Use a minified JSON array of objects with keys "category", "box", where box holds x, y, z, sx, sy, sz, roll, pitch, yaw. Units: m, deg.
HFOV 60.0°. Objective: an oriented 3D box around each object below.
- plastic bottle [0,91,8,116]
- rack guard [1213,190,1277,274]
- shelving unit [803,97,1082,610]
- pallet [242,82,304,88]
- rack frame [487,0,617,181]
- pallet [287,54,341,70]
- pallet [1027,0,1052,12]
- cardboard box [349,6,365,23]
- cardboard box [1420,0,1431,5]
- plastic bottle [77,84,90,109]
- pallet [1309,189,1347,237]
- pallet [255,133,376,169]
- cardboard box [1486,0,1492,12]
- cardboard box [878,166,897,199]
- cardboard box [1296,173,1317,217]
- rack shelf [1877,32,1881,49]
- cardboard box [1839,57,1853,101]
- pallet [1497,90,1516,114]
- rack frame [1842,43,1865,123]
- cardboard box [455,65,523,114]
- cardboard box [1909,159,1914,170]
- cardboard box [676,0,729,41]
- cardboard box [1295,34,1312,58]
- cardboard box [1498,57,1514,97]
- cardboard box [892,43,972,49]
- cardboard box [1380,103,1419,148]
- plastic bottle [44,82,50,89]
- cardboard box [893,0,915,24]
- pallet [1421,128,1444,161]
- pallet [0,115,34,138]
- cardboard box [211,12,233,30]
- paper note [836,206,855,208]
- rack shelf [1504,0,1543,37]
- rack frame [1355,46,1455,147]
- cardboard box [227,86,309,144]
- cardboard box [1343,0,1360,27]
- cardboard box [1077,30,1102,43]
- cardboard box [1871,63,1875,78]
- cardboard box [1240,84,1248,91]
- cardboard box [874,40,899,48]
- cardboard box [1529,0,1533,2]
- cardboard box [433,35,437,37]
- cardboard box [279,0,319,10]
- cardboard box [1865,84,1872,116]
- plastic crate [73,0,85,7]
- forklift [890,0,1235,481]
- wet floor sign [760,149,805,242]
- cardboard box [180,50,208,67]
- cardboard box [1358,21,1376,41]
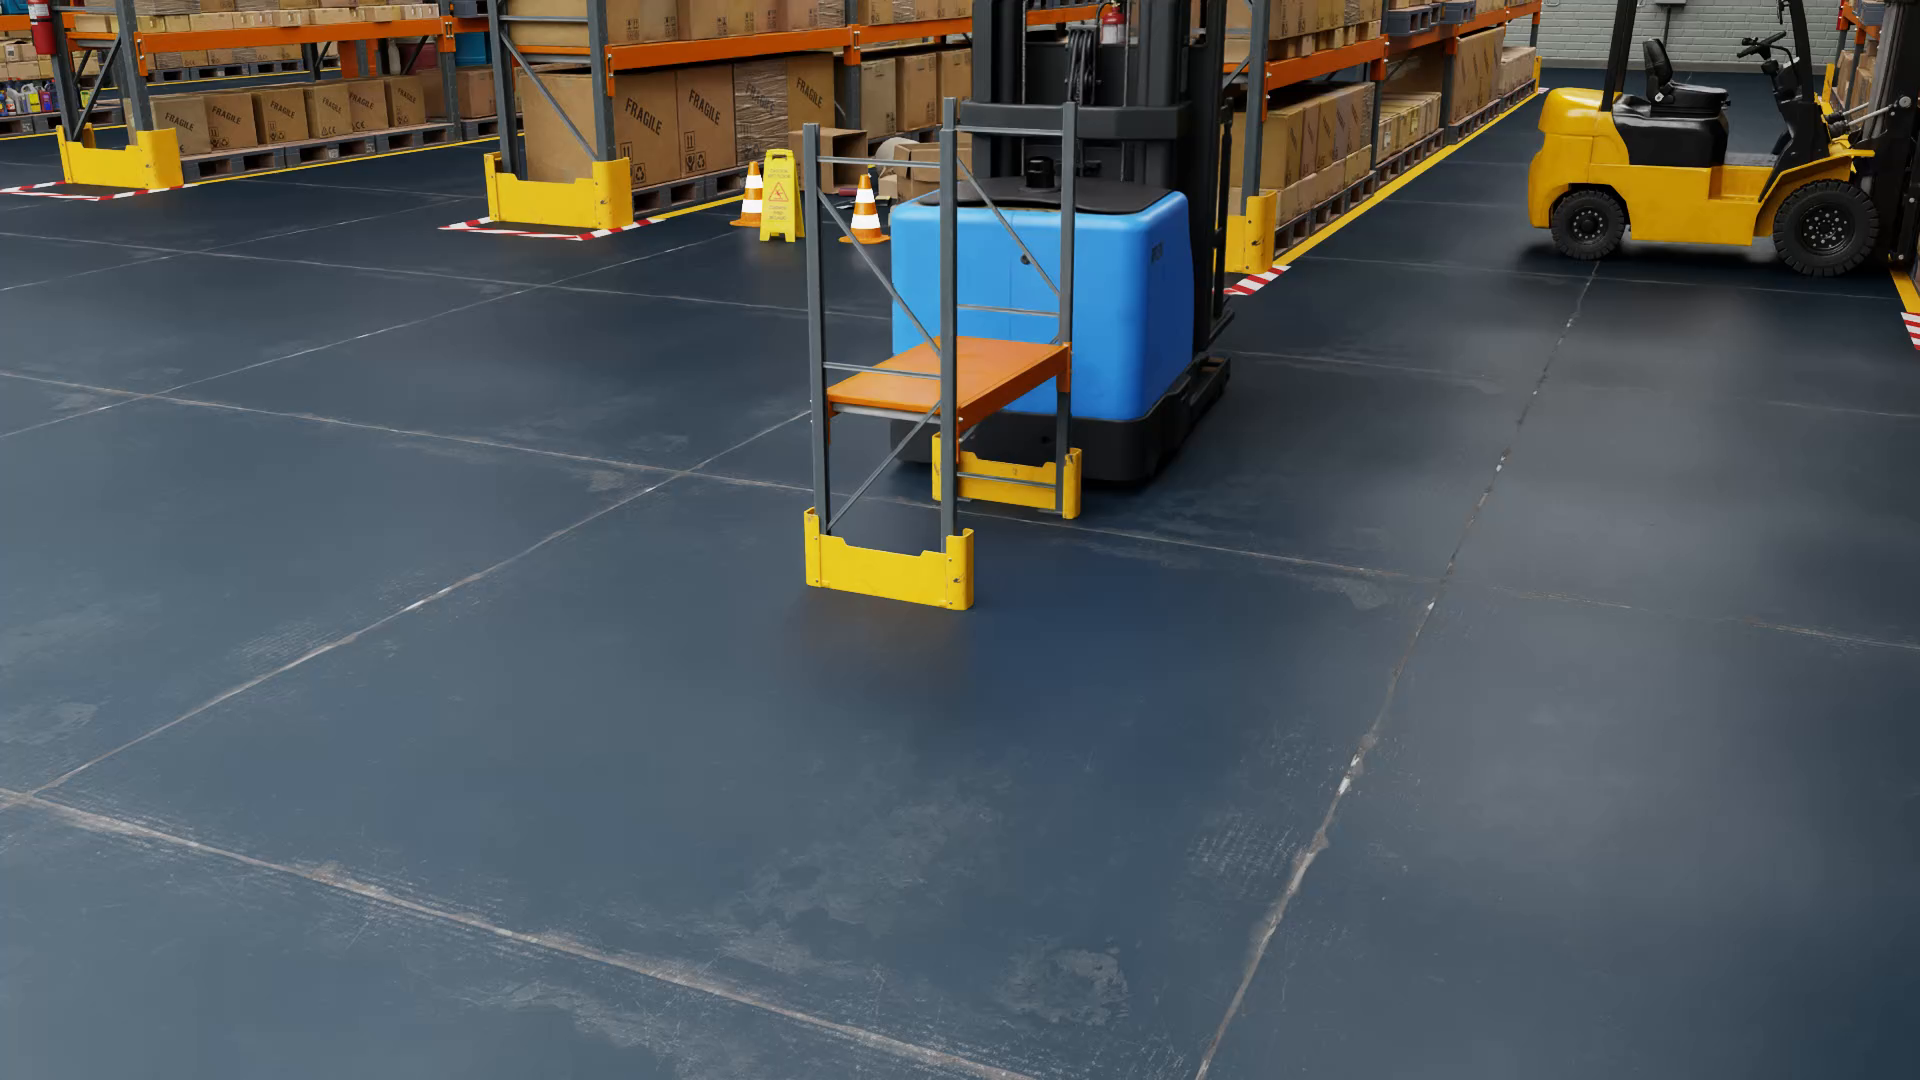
[{"category":"plastic bottle","box":[-10.802,-4.917,18.733,0.097,0.271,0.097,0,20,0]},{"category":"rack guard","box":[1.498,-2.092,11.106,1.175,0.500,0.348,9,21,23]},{"category":"shelving unit","box":[-0.031,-0.683,5.652,0.587,1.500,1.083,9,21,23]},{"category":"pallet","box":[-9.169,-6.187,23.050,1.003,0.211,1.213,9,21,23]},{"category":"rack frame","box":[-3.090,-3.895,12.445,1.000,3.000,0.127,9,21,23]},{"category":"pallet","box":[-11.414,-8.531,29.643,1.003,0.211,1.213,9,21,23]},{"category":"pallet","box":[0.380,-6.483,20.008,1.213,0.211,1.003,9,21,23]},{"category":"cardboard box","box":[-6.248,-5.312,16.803,0.380,0.149,0.250,9,21,23]},{"category":"cardboard box","box":[4.179,-5.069,15.495,0.380,0.149,0.250,9,22,25]},{"category":"plastic bottle","box":[-10.351,-5.244,19.636,0.061,0.283,0.133,10,22,25]},{"category":"pallet","box":[2.364,-2.571,12.884,1.003,0.211,1.213,9,21,23]},{"category":"pallet","box":[-6.677,-3.931,16.708,1.003,0.211,1.213,9,21,23]},{"category":"cardboard box","box":[5.994,-6.366,19.616,0.500,0.250,0.500,8,21,21]},{"category":"cardboard box","box":[-0.476,-3.052,14.154,0.396,0.266,0.258,13,23,32]},{"category":"cardboard box","box":[2.265,-2.513,12.035,0.500,0.250,0.500,9,22,25]},{"category":"rack shelf","box":[8.454,-4.062,13.988,1.077,0.370,4.000,9,21,23]},{"category":"cardboard box","box":[11.401,-5.731,20.711,0.700,0.500,0.500,8,21,21]},{"category":"pallet","box":[6.764,-5.823,22.028,1.003,0.211,1.213,9,21,23]},{"category":"rack frame","box":[10.911,-6.235,19.025,1.000,3.000,0.127,9,21,23]},{"category":"cardboard box","box":[-5.453,-5.187,19.151,0.700,0.500,0.500,8,21,22]},{"category":"cardboard box","box":[6.734,-2.516,11.297,0.500,0.250,0.500,8,21,22]},{"category":"cardboard box","box":[-2.431,-4.411,13.671,0.875,0.550,0.550,9,21,23]},{"category":"cardboard box","box":[2.214,-3.424,11.496,0.380,0.149,0.250,9,21,24]},{"category":"cardboard box","box":[6.736,-6.083,21.794,0.875,0.438,0.875,8,21,22]},{"category":"cardboard box","box":[-0.146,-5.305,19.140,1.050,0.750,0.750,8,21,22]},{"category":"cardboard box","box":[3.892,-4.023,16.100,0.950,0.372,0.625,9,22,24]},{"category":"plastic bottle","box":[-10.985,-5.394,20.074,0.097,0.271,0.097,0,20,0]},{"category":"cardboard box","box":[-0.786,-5.443,16.649,0.500,0.500,0.500,9,21,23]},{"category":"pallet","box":[4.421,-4.140,17.295,1.003,0.211,1.213,9,21,23]},{"category":"pallet","box":[-11.266,-4.621,18.649,1.003,0.211,1.213,9,21,23]},{"category":"cardboard box","box":[-6.921,-4.770,15.280,0.380,0.149,0.250,9,21,23]},{"category":"paper note","box":[-0.916,-2.729,13.600,0.144,0.017,0.142,18,26,41]},{"category":"rack shelf","box":[7.200,-7.188,22.777,1.077,0.370,4.000,9,21,23]},{"category":"rack frame","box":[4.743,-5.693,17.499,1.000,3.000,0.127,9,21,23]},{"category":"cardboard box","box":[-6.816,-4.192,16.382,0.500,0.500,0.500,11,22,28]},{"category":"cardboard box","box":[2.737,-4.170,12.623,0.500,0.500,0.500,9,22,24]},{"category":"cardboard box","box":[1.749,-6.675,22.245,0.500,0.250,0.500,8,21,21]},{"category":"cardboard box","box":[9.813,-4.926,17.478,0.380,0.149,0.250,7,21,20]},{"category":"cardboard box","box":[2.195,-3.618,13.054,0.380,0.149,0.250,10,22,26]},{"category":"cardboard box","box":[-1.584,-8.210,27.121,0.875,0.875,0.875,9,21,23]},{"category":"cardboard box","box":[7.642,-7.691,22.970,0.500,0.500,0.500,9,22,24]},{"category":"cardboard box","box":[-10.056,-9.688,31.807,0.500,0.500,0.500,9,21,23]},{"category":"cardboard box","box":[-6.769,-5.426,16.156,0.875,0.500,0.500,9,21,23]},{"category":"cardboard box","box":[9.464,-4.343,16.808,0.500,0.500,0.500,8,21,22]},{"category":"plastic crate","box":[-10.536,-6.729,20.319,0.402,0.464,0.583,9,21,23]},{"category":"forklift","box":[0.666,-2.065,7.401,1.130,2.935,3.031,6,21,17]},{"category":"wet floor sign","box":[-1.296,-2.505,12.051,0.267,0.644,0.232,5,20,13]},{"category":"cardboard box","box":[-12.468,-7.856,26.655,0.500,0.500,0.500,8,21,22]},{"category":"cardboard box","box":[3.155,-4.134,13.492,0.380,0.149,0.250,9,22,24]}]
